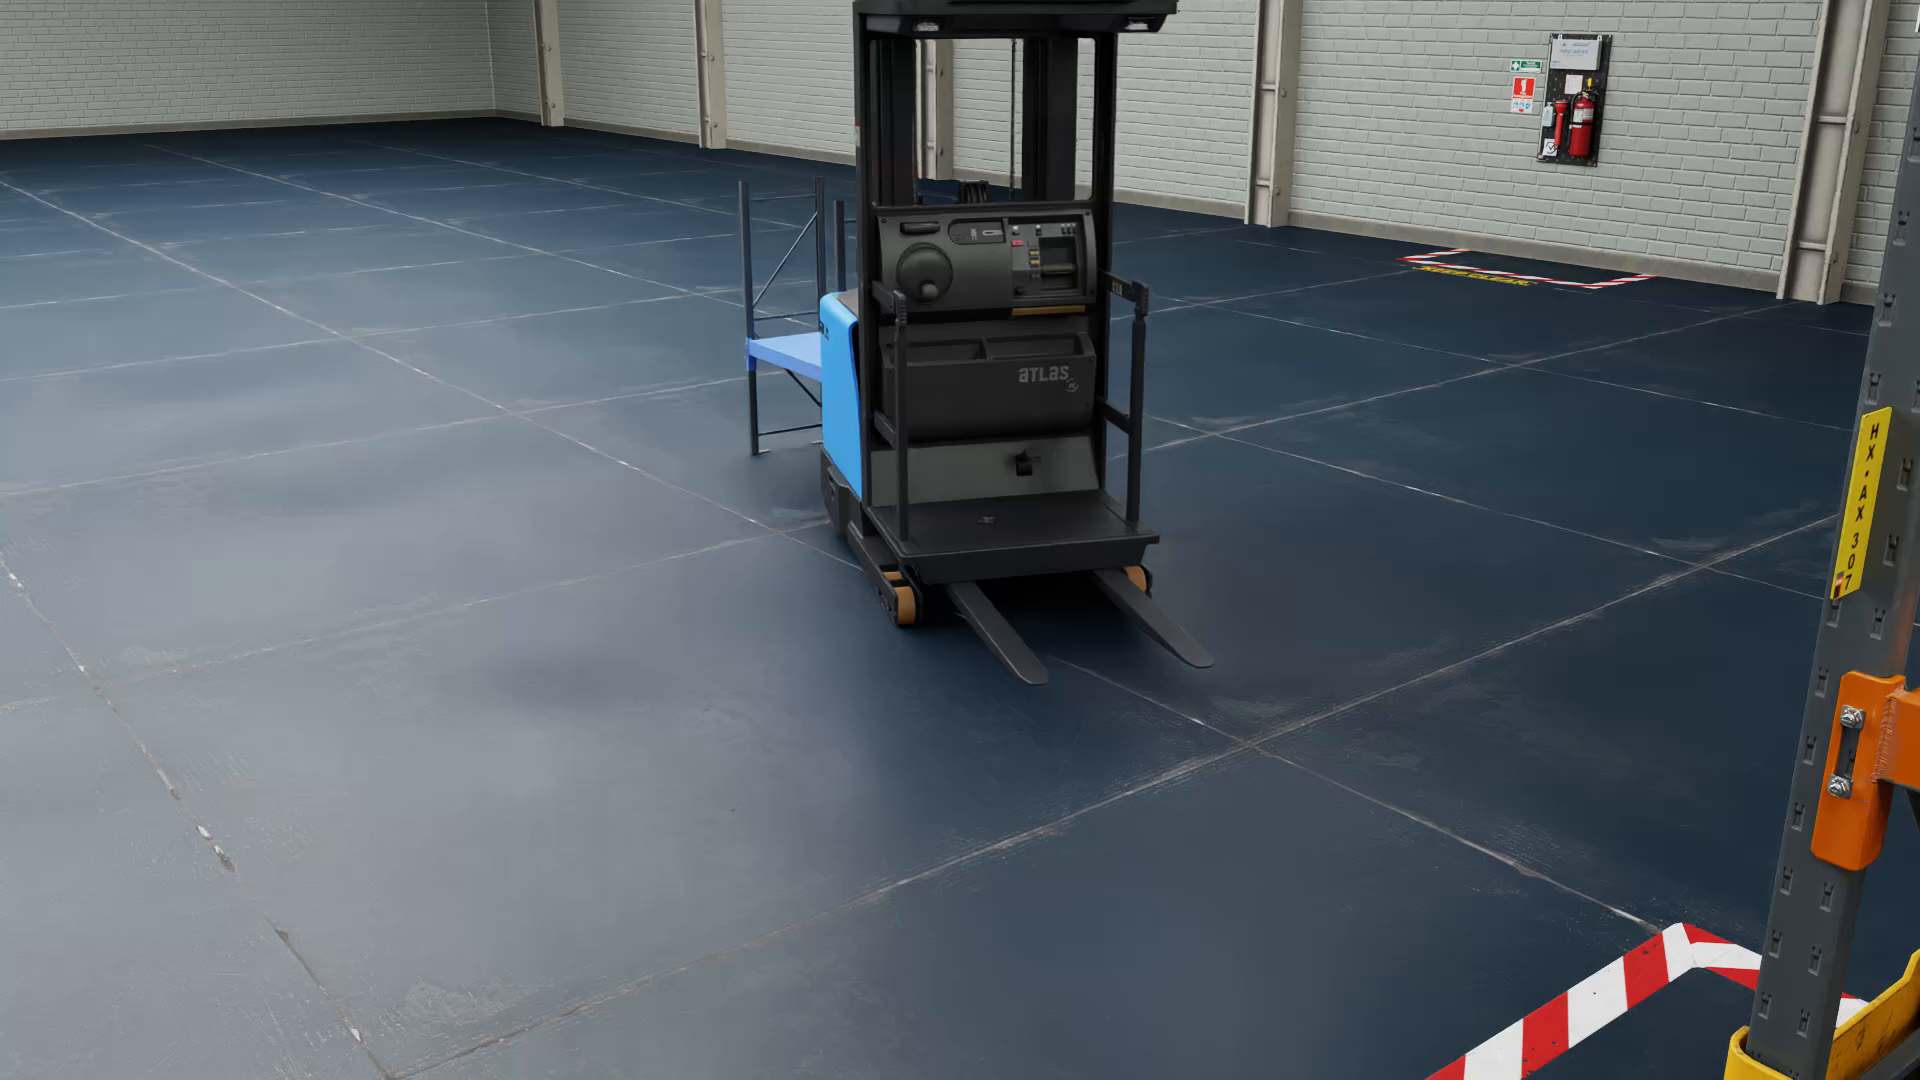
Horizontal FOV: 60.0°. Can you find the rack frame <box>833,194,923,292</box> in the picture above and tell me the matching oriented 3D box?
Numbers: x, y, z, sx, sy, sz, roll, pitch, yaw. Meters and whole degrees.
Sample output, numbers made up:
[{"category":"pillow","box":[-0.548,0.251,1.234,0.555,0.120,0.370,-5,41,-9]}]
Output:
[{"category":"rack frame","box":[-0.398,-0.972,8.412,0.500,1.500,0.032,-12,22,-32]}]

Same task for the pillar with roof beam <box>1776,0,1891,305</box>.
[{"category":"pillar with roof beam","box":[3.748,-5.452,10.011,9.100,9.000,0.400,-14,23,-36]}]

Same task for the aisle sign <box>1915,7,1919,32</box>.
[{"category":"aisle sign","box":[1.695,-1.230,2.671,0.394,0.787,0.004,-14,23,-36]}]

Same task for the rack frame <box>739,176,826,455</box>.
[{"category":"rack frame","box":[-0.963,-1.238,9.214,0.500,1.500,0.032,-12,22,-32]}]

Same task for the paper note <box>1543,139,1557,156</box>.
[{"category":"paper note","box":[5.562,-3.699,15.664,0.016,0.148,0.142,-14,23,-36]}]

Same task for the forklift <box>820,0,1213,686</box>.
[{"category":"forklift","box":[0.176,-1.173,6.742,1.130,2.935,3.031,-5,19,-14]}]

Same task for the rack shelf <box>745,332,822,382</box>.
[{"category":"rack shelf","box":[-0.681,-0.934,8.870,0.538,0.185,1.000,-12,22,-32]}]

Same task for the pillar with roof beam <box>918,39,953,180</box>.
[{"category":"pillar with roof beam","box":[-3.703,-8.409,18.941,9.100,9.000,0.400,-14,23,-36]}]

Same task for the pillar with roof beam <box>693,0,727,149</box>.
[{"category":"pillar with roof beam","box":[-7.428,-9.887,23.406,9.100,9.000,0.400,-14,23,-36]}]

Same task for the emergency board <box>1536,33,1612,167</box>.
[{"category":"emergency board","box":[5.618,-4.060,15.353,0.194,1.169,0.643,-14,23,-36]}]

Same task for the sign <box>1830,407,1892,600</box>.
[{"category":"sign","box":[1.535,-0.061,2.834,0.100,0.325,0.005,-14,23,-36]}]

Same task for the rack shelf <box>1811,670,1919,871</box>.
[{"category":"rack shelf","box":[3.211,0.799,1.823,1.077,0.370,4.000,-14,23,-36]}]

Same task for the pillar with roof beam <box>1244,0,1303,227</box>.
[{"category":"pillar with roof beam","box":[0.023,-6.930,14.476,9.100,9.000,0.400,-14,23,-36]}]

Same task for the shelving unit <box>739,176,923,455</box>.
[{"category":"shelving unit","box":[-0.681,-1.105,8.813,0.538,1.500,1.048,-12,22,-32]}]

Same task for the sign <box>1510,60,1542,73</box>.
[{"category":"sign","box":[5.352,-4.483,15.728,0.001,0.109,0.331,-14,23,-36]}]

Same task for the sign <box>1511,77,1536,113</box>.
[{"category":"sign","box":[5.356,-4.234,15.820,0.001,0.329,0.234,-14,23,-36]}]

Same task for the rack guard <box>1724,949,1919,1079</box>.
[{"category":"rack guard","box":[2.053,1.160,3.563,1.175,0.500,0.348,-14,23,-36]}]

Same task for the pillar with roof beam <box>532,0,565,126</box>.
[{"category":"pillar with roof beam","box":[-11.153,-11.366,27.871,9.100,9.000,0.400,-14,23,-36]}]
